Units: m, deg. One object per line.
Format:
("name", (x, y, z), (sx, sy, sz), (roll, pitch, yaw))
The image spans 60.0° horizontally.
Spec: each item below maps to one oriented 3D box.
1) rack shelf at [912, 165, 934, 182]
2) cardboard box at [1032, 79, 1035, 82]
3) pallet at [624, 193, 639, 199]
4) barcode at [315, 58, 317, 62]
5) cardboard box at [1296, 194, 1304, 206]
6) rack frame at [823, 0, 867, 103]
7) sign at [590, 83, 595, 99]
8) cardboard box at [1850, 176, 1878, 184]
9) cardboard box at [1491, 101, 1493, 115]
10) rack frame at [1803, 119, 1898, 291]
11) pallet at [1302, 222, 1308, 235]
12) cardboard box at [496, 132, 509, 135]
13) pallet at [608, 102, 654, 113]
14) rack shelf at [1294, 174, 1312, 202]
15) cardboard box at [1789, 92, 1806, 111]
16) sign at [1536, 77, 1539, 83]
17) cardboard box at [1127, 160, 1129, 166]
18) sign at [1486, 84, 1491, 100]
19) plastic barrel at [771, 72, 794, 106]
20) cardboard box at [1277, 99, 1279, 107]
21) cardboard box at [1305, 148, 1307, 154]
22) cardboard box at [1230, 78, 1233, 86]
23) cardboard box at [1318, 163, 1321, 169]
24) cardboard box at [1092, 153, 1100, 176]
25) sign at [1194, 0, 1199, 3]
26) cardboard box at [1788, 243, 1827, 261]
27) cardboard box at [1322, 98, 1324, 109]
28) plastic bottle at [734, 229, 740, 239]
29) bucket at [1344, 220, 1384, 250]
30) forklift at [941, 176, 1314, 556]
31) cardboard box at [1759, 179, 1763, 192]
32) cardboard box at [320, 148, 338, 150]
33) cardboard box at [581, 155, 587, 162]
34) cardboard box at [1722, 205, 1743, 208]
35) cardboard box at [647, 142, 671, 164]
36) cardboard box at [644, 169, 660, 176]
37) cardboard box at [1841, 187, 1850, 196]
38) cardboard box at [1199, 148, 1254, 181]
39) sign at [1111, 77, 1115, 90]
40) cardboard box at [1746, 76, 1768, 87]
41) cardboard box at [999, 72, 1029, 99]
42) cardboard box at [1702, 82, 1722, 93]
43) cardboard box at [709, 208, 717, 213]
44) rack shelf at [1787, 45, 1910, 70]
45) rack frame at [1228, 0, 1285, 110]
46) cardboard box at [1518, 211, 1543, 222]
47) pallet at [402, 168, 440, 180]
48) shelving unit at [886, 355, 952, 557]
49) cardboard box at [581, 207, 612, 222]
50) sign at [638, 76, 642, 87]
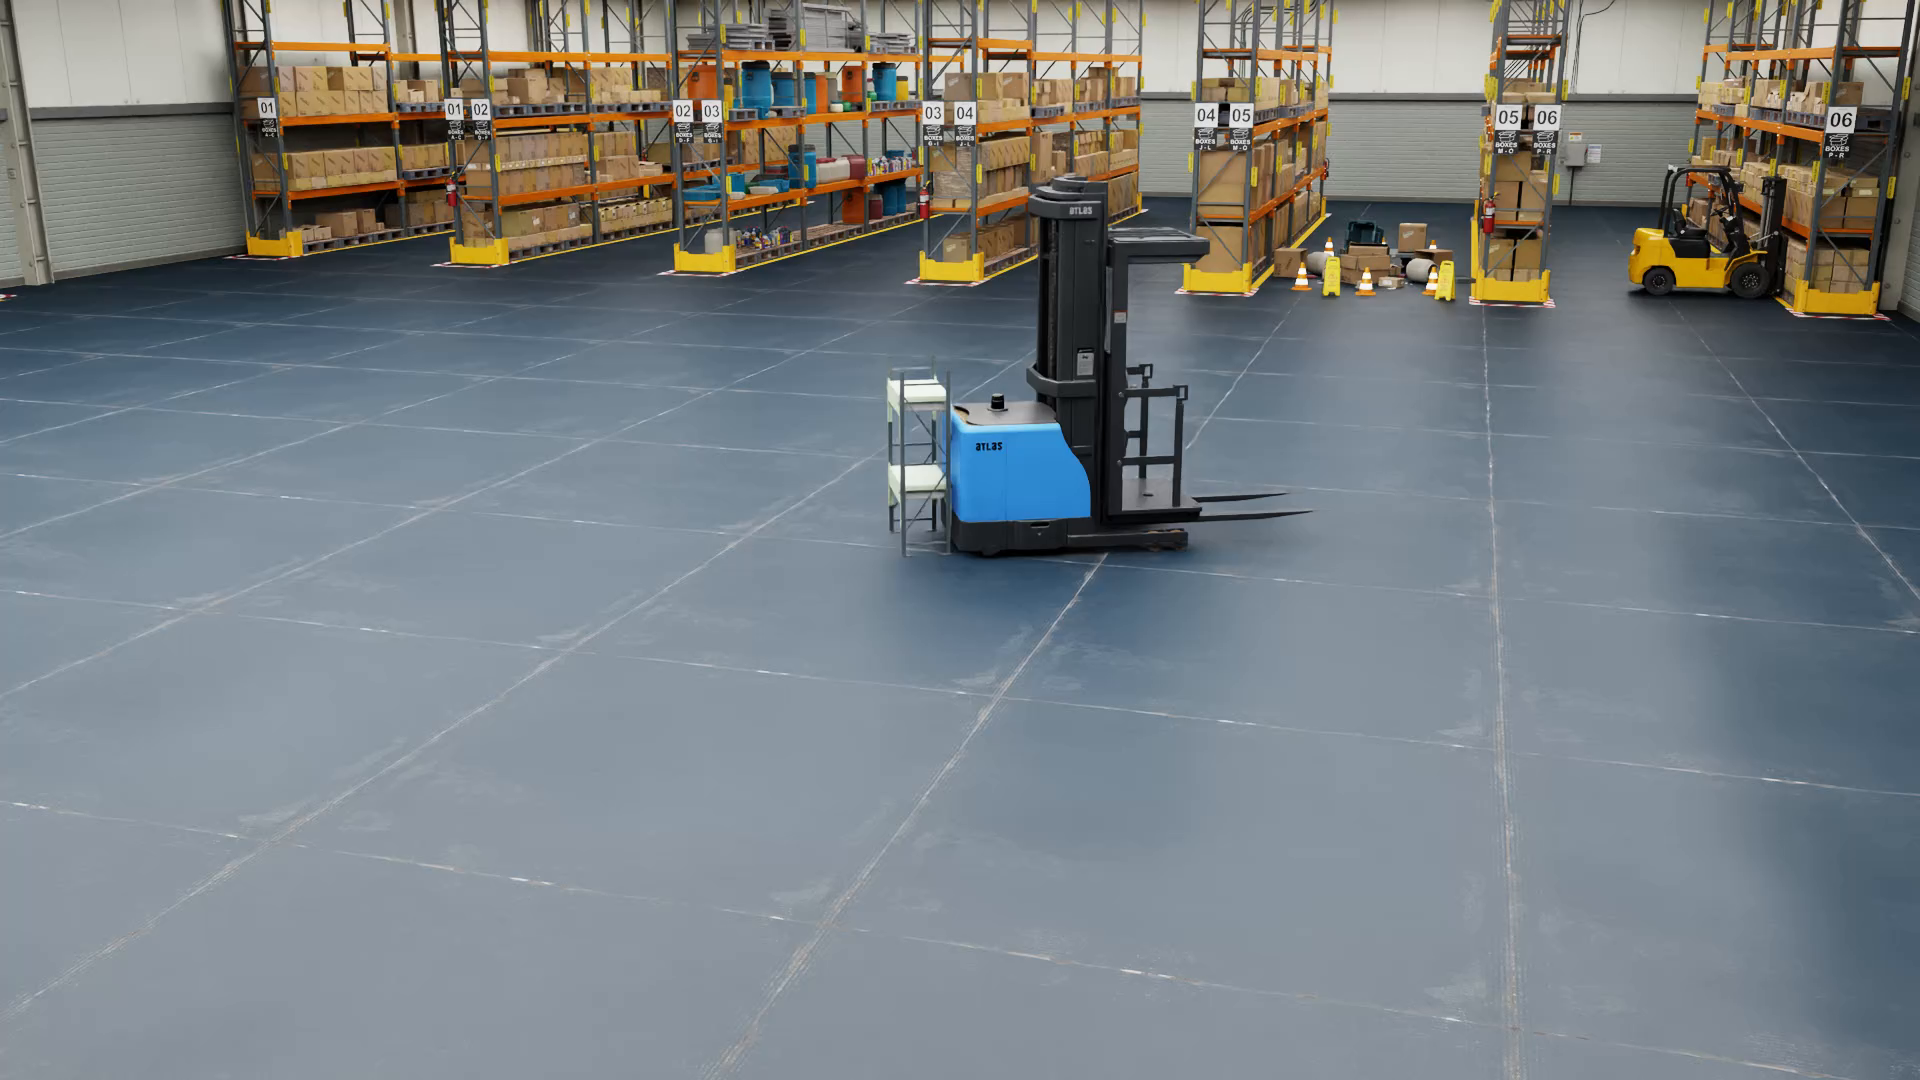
("rack shelf", (-0.947, -9.977, 44.824), (1.077, 0.370, 4.000), (5, 16, 16))
("cardboard box", (1.432, -9.733, 36.050), (0.500, 0.500, 0.500), (4, 16, 14))
("pallet", (-10.030, -10.057, 48.901), (1.003, 0.211, 1.213), (5, 16, 16))
("barcode", (-14.095, -10.501, 36.378), (0.001, 0.075, 0.075), (5, 16, 16))
("cardboard box", (7.695, -7.877, 38.541), (0.500, 0.250, 0.500), (4, 16, 13))
("rack frame", (-2.652, -11.639, 38.373), (1.000, 3.000, 0.127), (5, 16, 16))
("sign", (-8.005, -9.779, 36.219), (0.100, 0.325, 0.005), (5, 16, 16))
("cardboard box", (14.520, -5.763, 26.732), (0.380, 0.149, 0.250), (5, 17, 18))
("cardboard box", (10.074, -7.974, 30.678), (0.500, 0.250, 0.500), (4, 16, 15))
("rack frame", (14.084, -5.123, 26.395), (1.000, 3.000, 0.127), (5, 16, 16))
("pallet", (7.740, -7.459, 39.740), (1.003, 0.211, 1.213), (5, 16, 16))
("cardboard box", (-11.767, -10.189, 42.116), (0.500, 0.250, 0.500), (5, 17, 17))
("pallet", (-7.823, -10.013, 38.483), (1.003, 0.211, 1.213), (5, 17, 18))
("rack shelf", (7.391, -8.135, 38.331), (1.077, 0.370, 4.000), (5, 16, 16))
("cardboard box", (14.751, -7.621, 28.916), (0.500, 0.311, 0.500), (5, 17, 17))
("sign", (13.258, -10.450, 38.155), (0.100, 0.325, 0.005), (5, 16, 16))
("cardboard box", (4.222, -9.887, 43.650), (0.380, 0.149, 0.250), (5, 16, 16))
("sign", (11.068, -9.375, 34.797), (0.100, 0.325, 0.005), (5, 16, 16))
("plastic barrel", (-3.853, -9.540, 35.553), (0.600, 0.901, 0.708), (5, 16, 16))
("cardboard box", (5.889, -8.363, 31.829), (0.380, 0.149, 0.250), (5, 16, 16))
("cardboard box", (8.033, -9.251, 39.550), (0.380, 0.149, 0.250), (5, 17, 18))
("cardboard box", (4.753, -8.334, 30.265), (0.380, 0.149, 0.250), (5, 17, 16))
("cardboard box", (9.061, -9.625, 42.727), (0.380, 0.149, 0.250), (5, 17, 17))
("cardboard box", (3.073, -9.054, 40.069), (0.500, 0.500, 0.500), (4, 16, 15))
("sign", (4.033, -9.284, 28.214), (0.100, 0.325, 0.005), (5, 16, 16))
("cardboard box", (14.056, -4.762, 27.559), (0.500, 0.250, 0.500), (5, 17, 17))
("cardboard box", (8.797, -10.879, 41.464), (0.500, 0.250, 0.500), (5, 17, 18))
("plastic bottle", (-4.644, -6.255, 34.435), (0.144, 0.351, 0.185), (5, 17, 18))
("bucket", (7.858, -5.853, 32.182), (0.726, 0.611, 0.620), (11, 9, 35))
("forklift", (1.405, -1.457, 13.594), (3.031, 2.935, 1.130), (-3, 16, -10))
("cardboard box", (15.255, -6.622, 31.036), (0.500, 0.250, 0.500), (4, 16, 14))
("cardboard box", (-13.919, -8.401, 36.815), (0.500, 0.500, 0.500), (5, 17, 17))
("cardboard box", (-8.409, -8.364, 36.448), (0.380, 0.149, 0.250), (5, 16, 16))
("cardboard box", (17.006, -7.282, 36.628), (0.380, 0.149, 0.250), (4, 16, 15))
("cardboard box", (-7.330, -9.562, 41.090), (0.700, 0.500, 0.500), (-1, 16, -3))
("cardboard box", (-7.391, -8.760, 39.678), (0.380, 0.149, 0.250), (5, 16, 16))
("cardboard box", (14.439, -5.622, 26.780), (0.380, 0.149, 0.250), (5, 16, 16))
("cardboard box", (4.760, -6.702, 29.705), (0.875, 0.550, 0.550), (5, 16, 16))
("sign", (3.756, -11.219, 40.865), (0.100, 0.325, 0.005), (5, 16, 16))
("cardboard box", (17.430, -10.021, 36.367), (0.396, 0.266, 0.258), (5, 16, 16))
("cardboard box", (1.076, -9.060, 33.131), (0.500, 0.500, 0.500), (4, 16, 14))
("cardboard box", (18.102, -10.836, 39.851), (0.500, 0.250, 0.500), (5, 16, 15))
("cardboard box", (-6.563, -8.649, 42.601), (0.500, 0.500, 0.500), (4, 16, 14))
("rack shelf", (14.653, -7.994, 27.574), (1.077, 0.370, 4.000), (5, 16, 16))
("rack frame", (5.686, -9.797, 31.880), (1.000, 3.000, 0.127), (5, 16, 16))
("cardboard box", (9.619, -5.459, 28.040), (0.380, 0.149, 0.250), (5, 16, 16))
("pallet", (-12.931, -8.571, 38.902), (1.003, 0.211, 1.213), (5, 16, 16))
("shelving unit", (-0.336, -0.694, 13.529), (0.431, 1.500, 0.755), (-3, 16, -10))
("cardboard box", (-8.181, -7.329, 37.414), (0.500, 0.311, 0.500), (5, 16, 16))
("sign", (-9.361, -13.399, 48.599), (0.100, 0.325, 0.005), (5, 16, 16))
